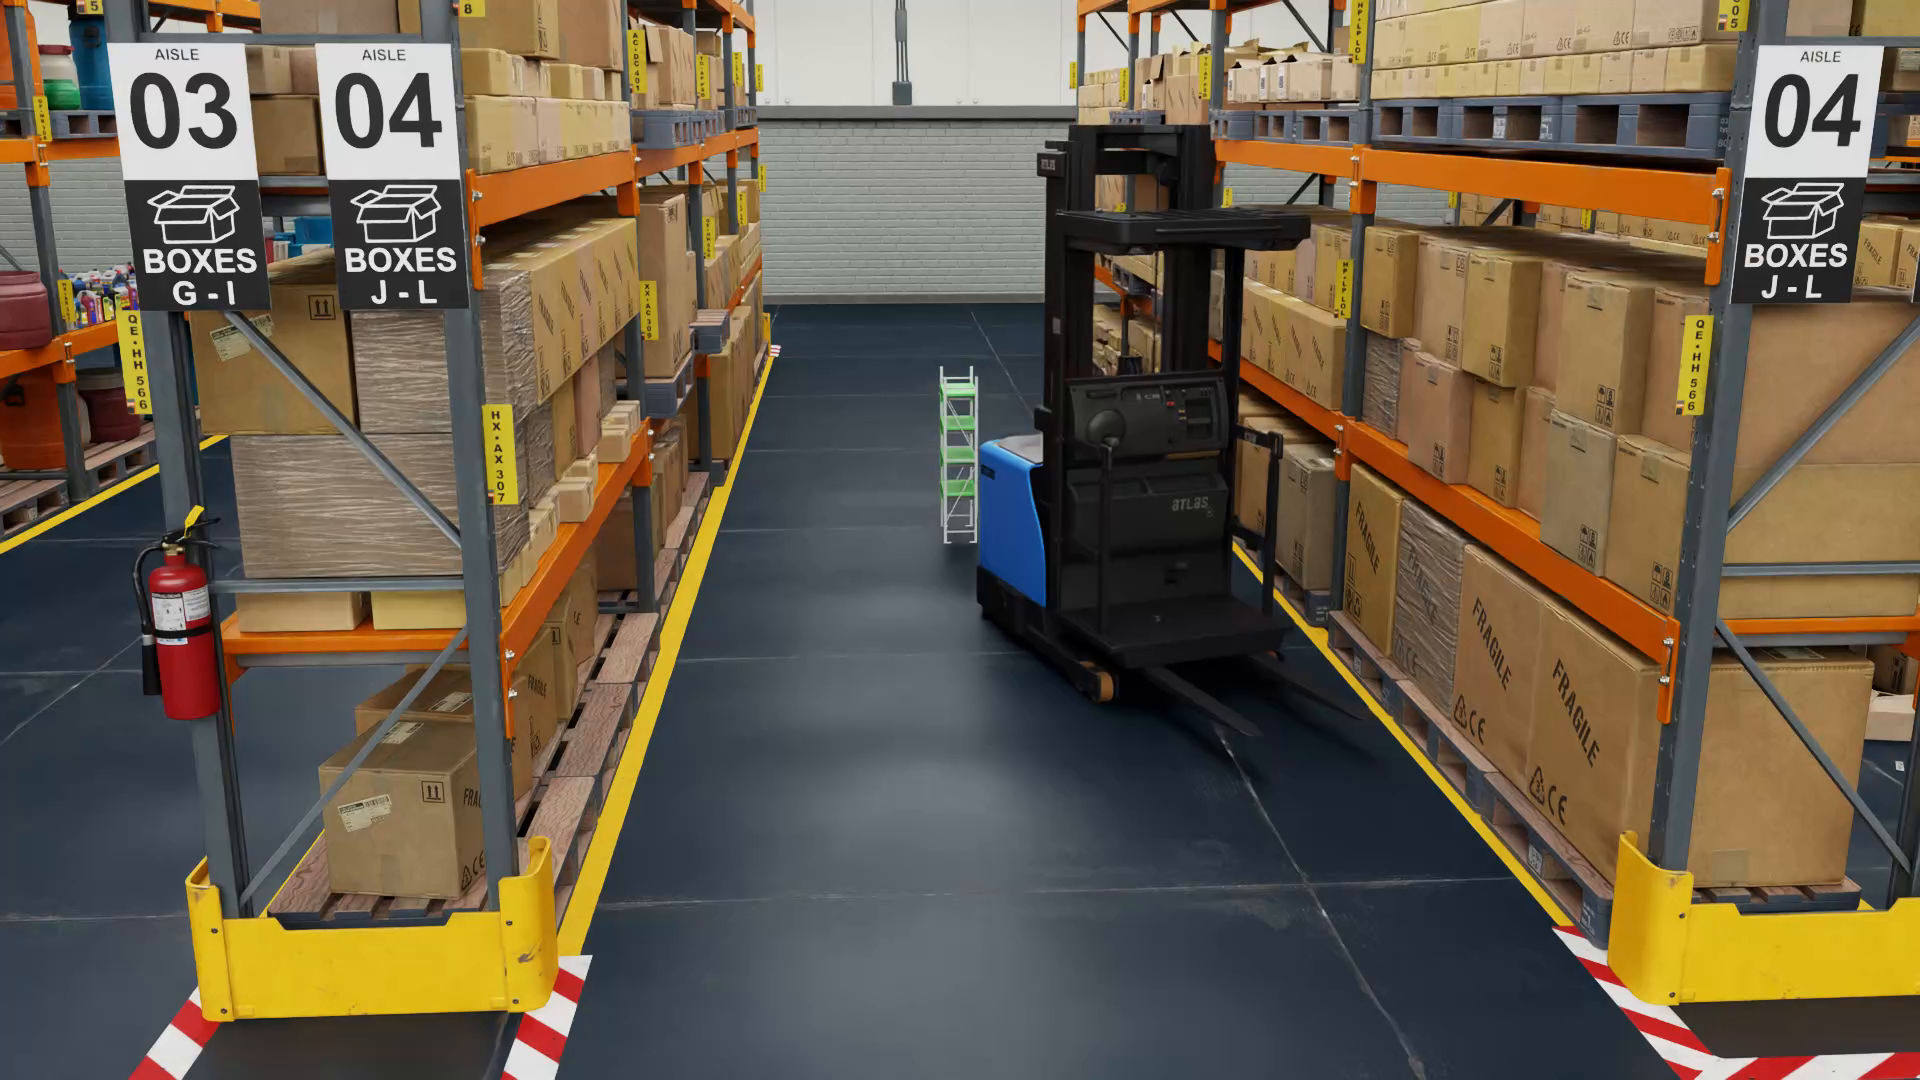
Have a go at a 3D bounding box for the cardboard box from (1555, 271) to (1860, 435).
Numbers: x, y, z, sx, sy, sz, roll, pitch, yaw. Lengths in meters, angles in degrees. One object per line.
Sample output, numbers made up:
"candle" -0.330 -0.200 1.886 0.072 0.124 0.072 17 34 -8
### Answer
"cardboard box" 2.827 -0.721 6.341 0.875 0.550 0.550 -1 14 -3

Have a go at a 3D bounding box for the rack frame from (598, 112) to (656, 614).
"rack frame" -2.267 -0.841 9.274 1.000 3.000 0.127 -1 14 -3

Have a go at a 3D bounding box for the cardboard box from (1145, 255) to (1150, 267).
"cardboard box" 1.875 -2.549 14.979 0.380 0.149 0.250 -1 14 -2

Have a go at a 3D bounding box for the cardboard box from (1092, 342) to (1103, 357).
"cardboard box" 1.726 -2.248 19.622 0.380 0.149 0.250 -2 15 -6

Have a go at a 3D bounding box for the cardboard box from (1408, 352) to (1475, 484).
"cardboard box" 2.697 -0.601 8.040 0.875 0.550 0.550 -1 14 -3

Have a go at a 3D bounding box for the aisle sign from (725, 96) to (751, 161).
"aisle sign" -2.715 -5.107 20.637 0.394 0.787 0.004 -1 14 -3

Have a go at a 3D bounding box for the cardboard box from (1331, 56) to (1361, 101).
"cardboard box" 2.486 -2.697 9.727 0.500 0.250 0.500 -1 14 -3

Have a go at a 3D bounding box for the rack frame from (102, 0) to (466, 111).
"rack frame" -2.019 -2.751 4.660 1.000 3.000 0.127 -1 14 -3

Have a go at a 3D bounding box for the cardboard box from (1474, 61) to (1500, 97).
"cardboard box" 2.467 -2.001 7.224 0.380 0.149 0.250 -1 14 -3

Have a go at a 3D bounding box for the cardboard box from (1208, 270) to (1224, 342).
"cardboard box" 2.200 -1.820 12.878 0.500 0.500 0.500 -1 14 -3

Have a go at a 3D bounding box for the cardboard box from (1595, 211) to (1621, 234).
"cardboard box" 6.869 -3.402 17.022 0.500 0.500 0.500 -1 14 -3

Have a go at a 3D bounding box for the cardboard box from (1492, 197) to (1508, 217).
"cardboard box" 6.705 -4.131 19.854 0.500 0.500 0.500 -1 14 -4

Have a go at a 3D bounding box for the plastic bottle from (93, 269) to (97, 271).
"plastic bottle" -8.054 -2.379 15.486 0.061 0.283 0.133 -1 14 -3

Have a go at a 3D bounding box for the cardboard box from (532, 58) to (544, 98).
"cardboard box" -1.852 -1.815 6.542 0.380 0.149 0.250 -2 15 -6

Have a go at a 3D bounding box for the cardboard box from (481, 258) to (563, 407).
"cardboard box" -1.805 -0.788 6.265 0.500 0.500 0.500 -1 14 -3

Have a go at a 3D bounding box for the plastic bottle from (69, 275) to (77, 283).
"plastic bottle" -8.006 -2.253 15.022 0.097 0.271 0.097 0 14 0

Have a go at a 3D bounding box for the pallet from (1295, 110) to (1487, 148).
"pallet" 2.584 -2.479 10.007 0.805 0.209 1.217 -1 15 -6

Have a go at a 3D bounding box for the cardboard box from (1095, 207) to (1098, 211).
"cardboard box" 1.813 -3.572 19.091 0.500 0.500 0.500 -1 14 -5

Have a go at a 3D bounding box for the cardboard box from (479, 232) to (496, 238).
"cardboard box" -2.430 -1.153 7.683 0.500 0.500 0.500 -1 14 -3

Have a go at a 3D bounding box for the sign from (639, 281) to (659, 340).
"sign" -1.726 -1.270 9.206 0.100 0.325 0.005 -1 14 -3

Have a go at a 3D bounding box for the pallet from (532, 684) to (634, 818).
"pallet" -2.111 0.980 7.792 1.003 0.211 1.213 -1 14 -3

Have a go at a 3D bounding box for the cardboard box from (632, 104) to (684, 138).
"cardboard box" -2.168 -2.853 11.376 0.500 0.250 0.500 0 14 -2

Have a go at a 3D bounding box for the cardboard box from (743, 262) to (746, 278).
"cardboard box" -2.465 -2.853 17.598 0.380 0.149 0.250 -1 14 -5

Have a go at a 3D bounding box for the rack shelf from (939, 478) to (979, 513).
"rack shelf" -0.010 -0.328 12.113 0.258 0.148 0.480 -1 14 -3

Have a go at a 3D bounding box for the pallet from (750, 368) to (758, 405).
"pallet" -2.731 -1.670 18.094 1.003 0.211 1.213 -1 14 -3

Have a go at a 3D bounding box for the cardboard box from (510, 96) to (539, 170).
"cardboard box" -1.829 -1.478 6.032 0.500 0.250 0.500 -1 14 -5

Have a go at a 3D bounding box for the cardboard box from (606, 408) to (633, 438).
"cardboard box" -1.954 -0.608 8.873 0.380 0.149 0.250 -1 14 -3

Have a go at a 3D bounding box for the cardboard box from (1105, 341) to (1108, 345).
"cardboard box" 1.841 -2.182 18.770 0.380 0.149 0.250 -1 14 -2

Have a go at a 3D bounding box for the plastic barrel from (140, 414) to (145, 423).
"plastic barrel" -7.700 -1.299 15.205 0.421 0.512 0.421 0 14 0

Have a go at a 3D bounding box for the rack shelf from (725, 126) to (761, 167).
"rack shelf" -2.886 -4.432 18.656 1.077 0.370 4.000 -1 14 -3

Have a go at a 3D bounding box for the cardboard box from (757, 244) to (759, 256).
"cardboard box" -2.627 -3.493 20.085 0.380 0.149 0.250 -1 14 -3

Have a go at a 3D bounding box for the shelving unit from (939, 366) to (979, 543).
"shelving unit" -0.010 -0.622 12.037 0.258 1.200 0.503 -1 14 -3

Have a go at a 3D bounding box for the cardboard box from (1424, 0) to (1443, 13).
"cardboard box" 2.422 -2.576 7.858 0.380 0.149 0.250 -1 14 -4

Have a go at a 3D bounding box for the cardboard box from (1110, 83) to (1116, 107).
"cardboard box" 1.891 -4.744 17.724 0.500 0.250 0.500 -1 15 -6

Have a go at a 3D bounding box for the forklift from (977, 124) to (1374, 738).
"forklift" 1.106 -0.683 8.799 1.130 2.935 3.031 -5 15 -20

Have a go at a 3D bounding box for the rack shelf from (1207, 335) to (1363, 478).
"rack shelf" 2.566 -1.041 11.497 1.077 0.370 4.000 -1 14 -3

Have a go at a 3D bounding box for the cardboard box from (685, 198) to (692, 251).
"cardboard box" -2.544 -2.552 13.711 0.797 0.503 0.637 0 14 -2

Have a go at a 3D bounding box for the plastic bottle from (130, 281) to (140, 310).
"plastic bottle" -7.214 -2.126 14.527 0.097 0.271 0.097 0 14 0

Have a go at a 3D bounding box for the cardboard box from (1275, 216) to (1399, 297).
"cardboard box" 2.559 -1.927 11.290 0.700 0.500 0.500 -1 14 -4

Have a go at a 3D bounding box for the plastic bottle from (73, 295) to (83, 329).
"plastic bottle" -7.142 -1.839 13.411 0.097 0.271 0.097 0 14 0

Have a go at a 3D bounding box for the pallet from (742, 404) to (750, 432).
"pallet" -2.639 -1.289 16.613 1.003 0.211 1.213 -1 14 -3

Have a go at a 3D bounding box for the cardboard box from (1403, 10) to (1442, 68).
"cardboard box" 2.474 -2.417 8.040 0.500 0.250 0.500 -1 14 -4

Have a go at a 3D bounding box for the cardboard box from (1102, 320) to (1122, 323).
"cardboard box" 1.852 -2.464 19.267 0.380 0.149 0.250 -1 14 -3

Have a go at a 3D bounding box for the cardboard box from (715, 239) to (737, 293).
"cardboard box" -2.437 -2.643 16.080 0.500 0.500 0.500 0 14 -2

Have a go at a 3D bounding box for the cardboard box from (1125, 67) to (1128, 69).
"cardboard box" 1.902 -4.771 17.026 0.380 0.149 0.250 -2 15 -6

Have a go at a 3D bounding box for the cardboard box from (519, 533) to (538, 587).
"cardboard box" -1.796 0.076 6.214 0.380 0.149 0.250 -1 14 -3

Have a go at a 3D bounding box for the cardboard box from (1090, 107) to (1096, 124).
"cardboard box" 1.792 -4.882 19.262 0.500 0.250 0.500 -1 14 -5

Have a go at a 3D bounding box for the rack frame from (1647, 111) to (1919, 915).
"rack frame" 2.938 0.103 5.608 1.000 3.000 0.127 -1 14 -3

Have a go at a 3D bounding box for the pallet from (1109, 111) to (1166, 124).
"pallet" 2.126 -4.088 16.253 1.213 0.211 1.003 -1 14 -3

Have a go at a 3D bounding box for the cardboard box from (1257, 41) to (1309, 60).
"cardboard box" 2.660 -3.992 13.765 0.396 0.266 0.258 -1 14 -3

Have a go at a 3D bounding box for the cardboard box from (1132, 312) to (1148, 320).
"cardboard box" 2.286 -2.668 20.062 0.380 0.149 0.250 -1 15 -6

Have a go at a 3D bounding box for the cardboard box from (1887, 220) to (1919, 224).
"cardboard box" 7.682 -2.276 13.210 0.500 0.500 0.500 -1 14 -5

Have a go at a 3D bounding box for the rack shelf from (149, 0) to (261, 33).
"rack shelf" -7.830 -5.615 18.035 1.077 0.370 4.000 -1 14 -3

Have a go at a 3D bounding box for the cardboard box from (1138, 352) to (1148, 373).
"cardboard box" 2.010 -1.555 16.224 0.500 0.500 0.500 0 14 -1

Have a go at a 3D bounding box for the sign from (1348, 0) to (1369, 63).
"sign" 2.149 -2.737 8.955 0.100 0.325 0.005 -1 14 -3

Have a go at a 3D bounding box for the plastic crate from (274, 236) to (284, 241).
"plastic crate" -8.226 -3.466 19.695 0.416 0.233 0.300 -1 14 -3

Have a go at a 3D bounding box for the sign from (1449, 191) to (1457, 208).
"sign" 6.326 -4.429 21.323 0.100 0.325 0.005 -1 14 -3

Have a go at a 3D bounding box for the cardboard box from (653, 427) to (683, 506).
"cardboard box" -2.406 -0.534 12.215 0.700 0.500 0.500 -2 15 -8

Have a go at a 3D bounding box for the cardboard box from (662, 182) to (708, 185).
"cardboard box" -3.181 -3.883 19.297 0.500 0.500 0.500 -1 14 -5

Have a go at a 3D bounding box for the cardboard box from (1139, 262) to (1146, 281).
"cardboard box" 1.858 -2.471 15.272 0.380 0.149 0.250 -2 15 -6
